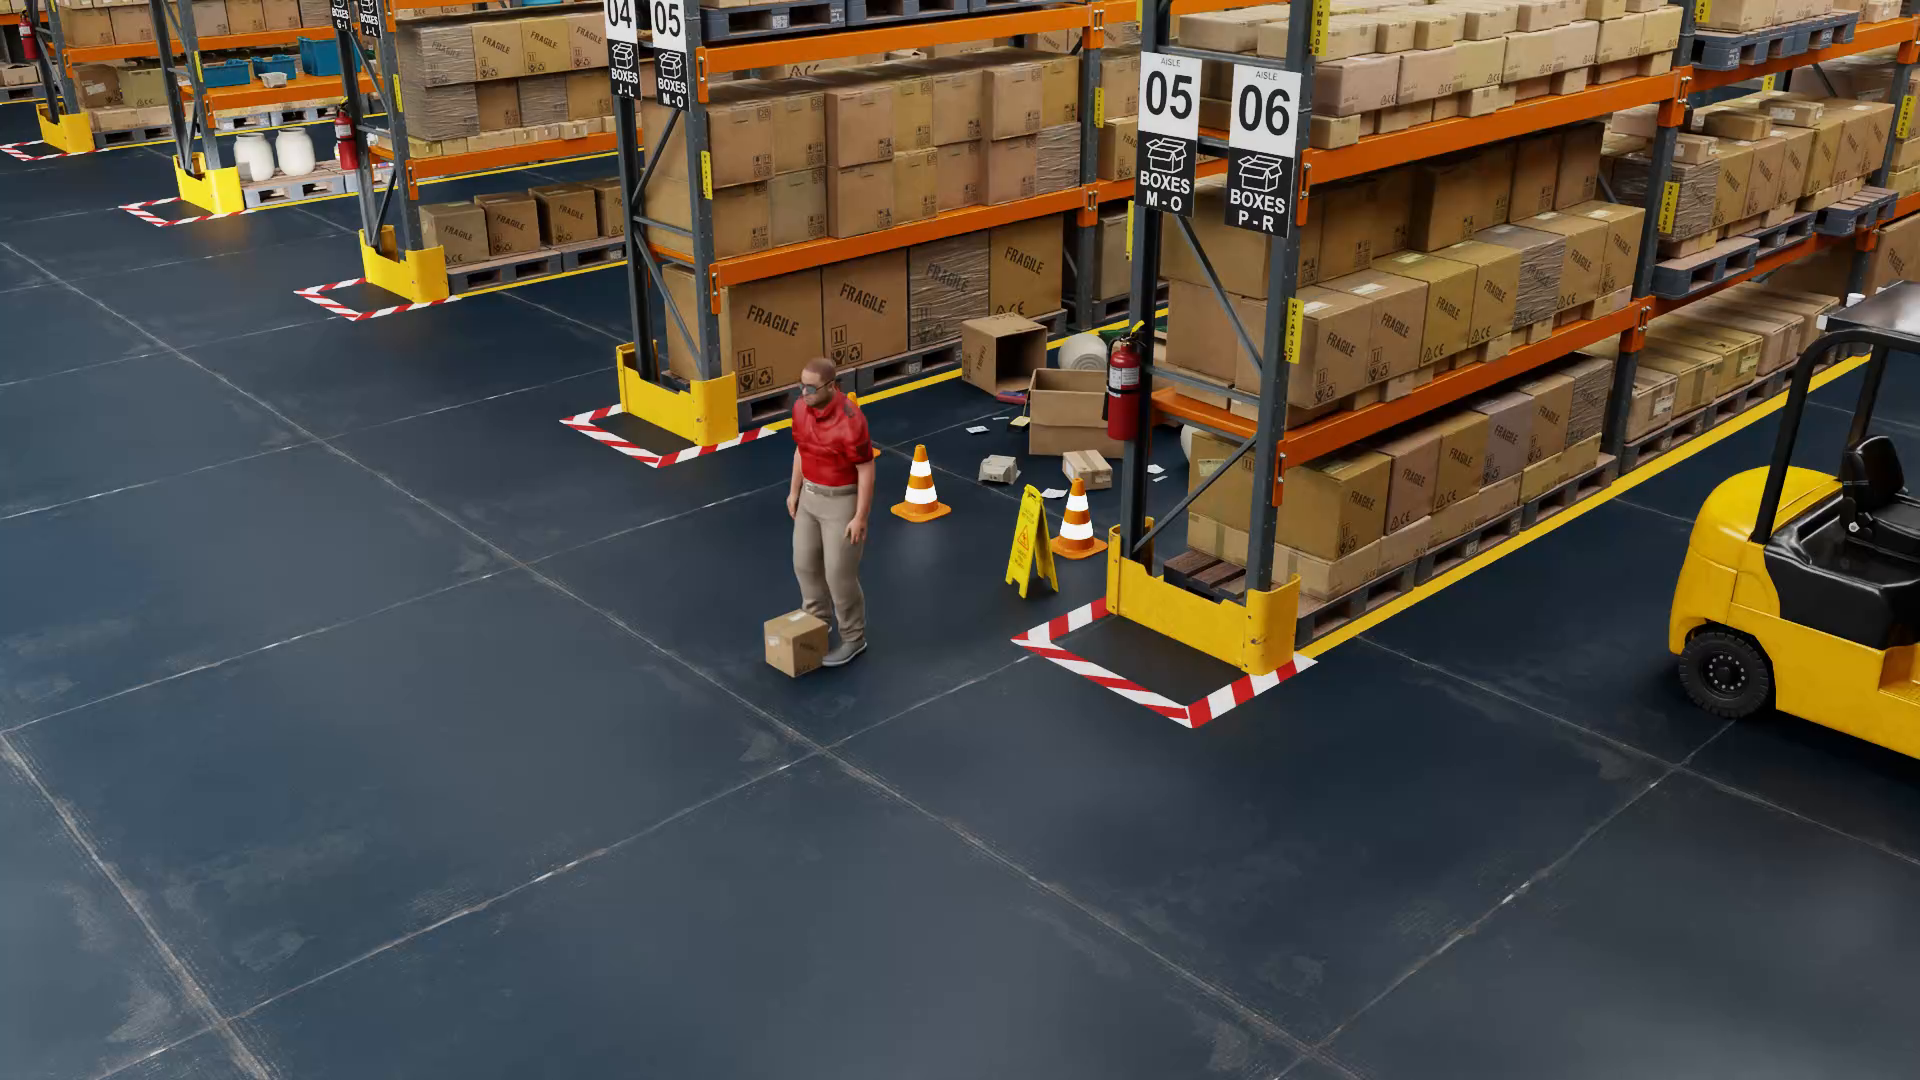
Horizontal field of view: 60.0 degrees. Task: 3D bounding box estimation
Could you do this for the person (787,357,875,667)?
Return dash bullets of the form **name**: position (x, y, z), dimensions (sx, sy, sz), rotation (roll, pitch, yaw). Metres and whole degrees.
- **person**: position (-0.715, -0.180, 9.022), dimensions (0.597, 1.725, 0.393), rotation (21, 32, 39)
